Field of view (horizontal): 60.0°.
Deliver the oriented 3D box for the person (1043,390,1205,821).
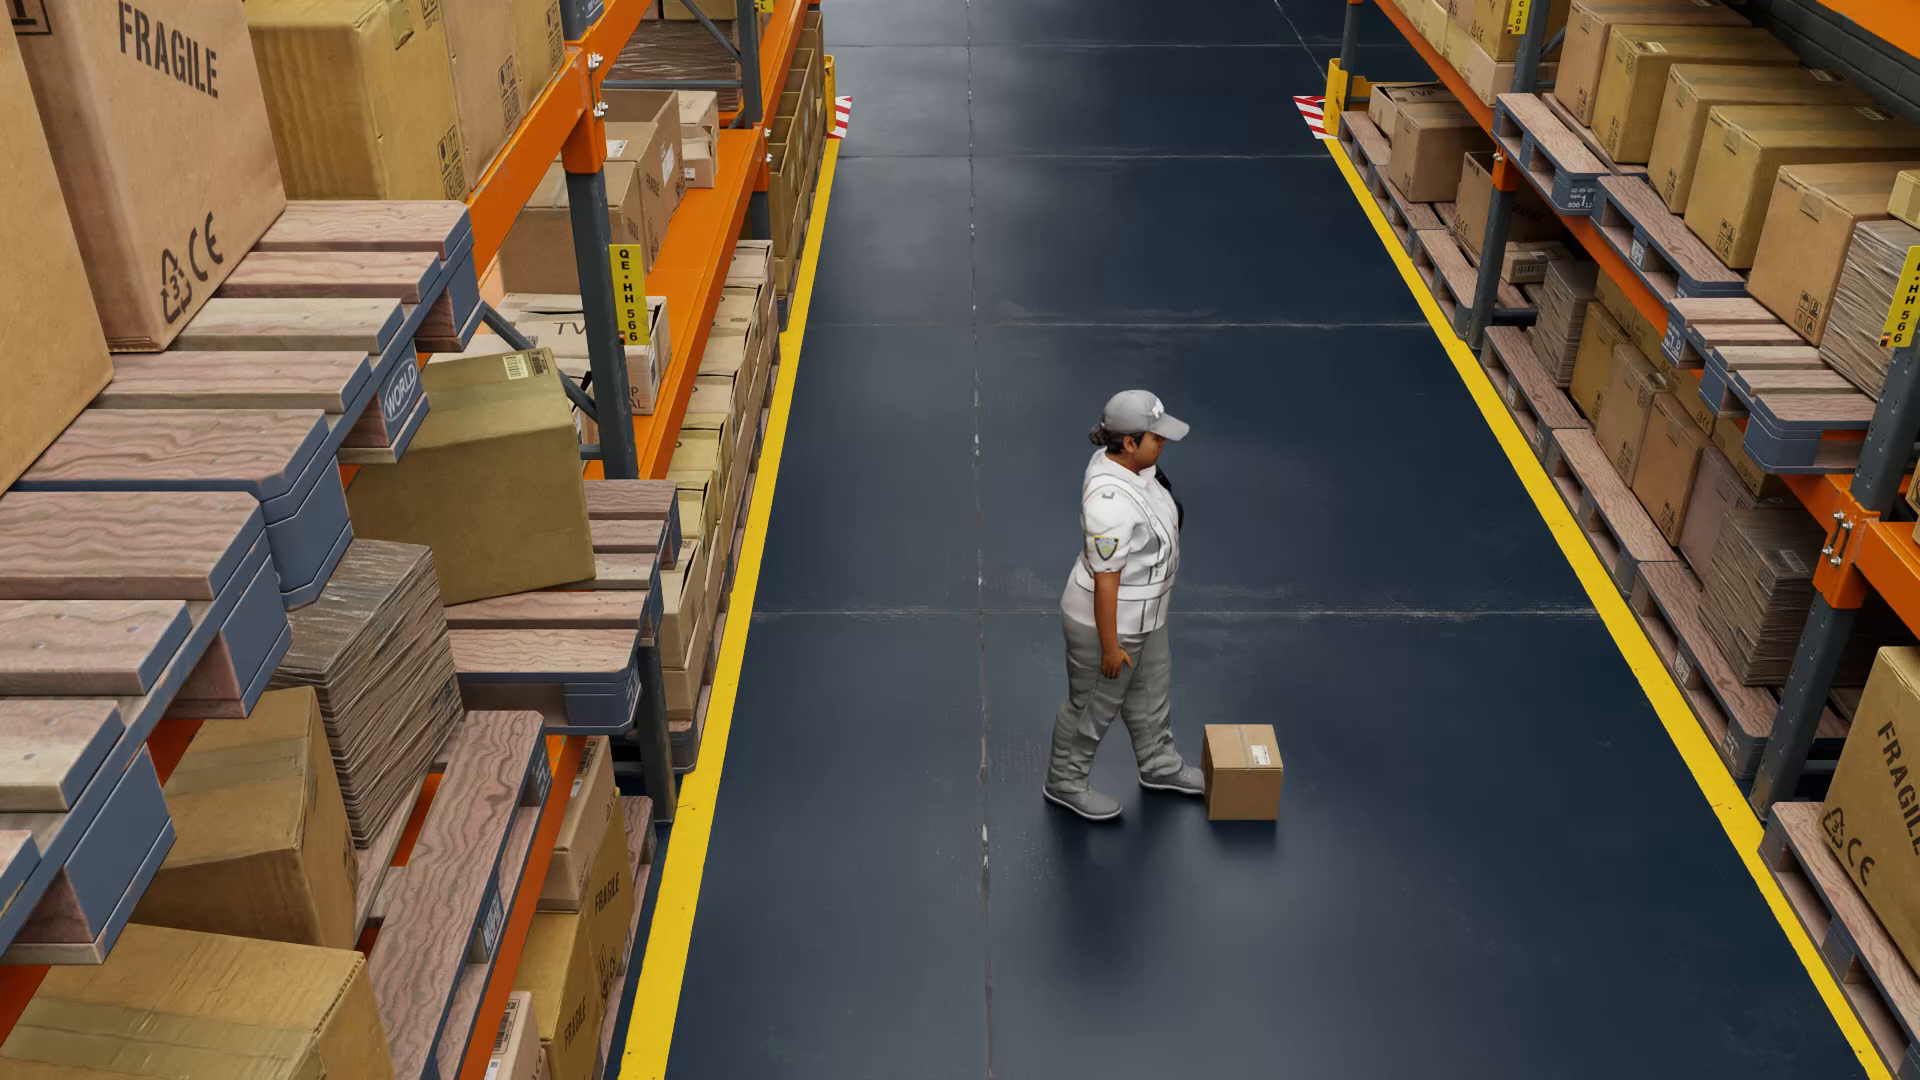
[{"bbox_3d":[0.624,0.259,5.694,0.628,1.656,0.486,8,33,12],"label":"person"}]
